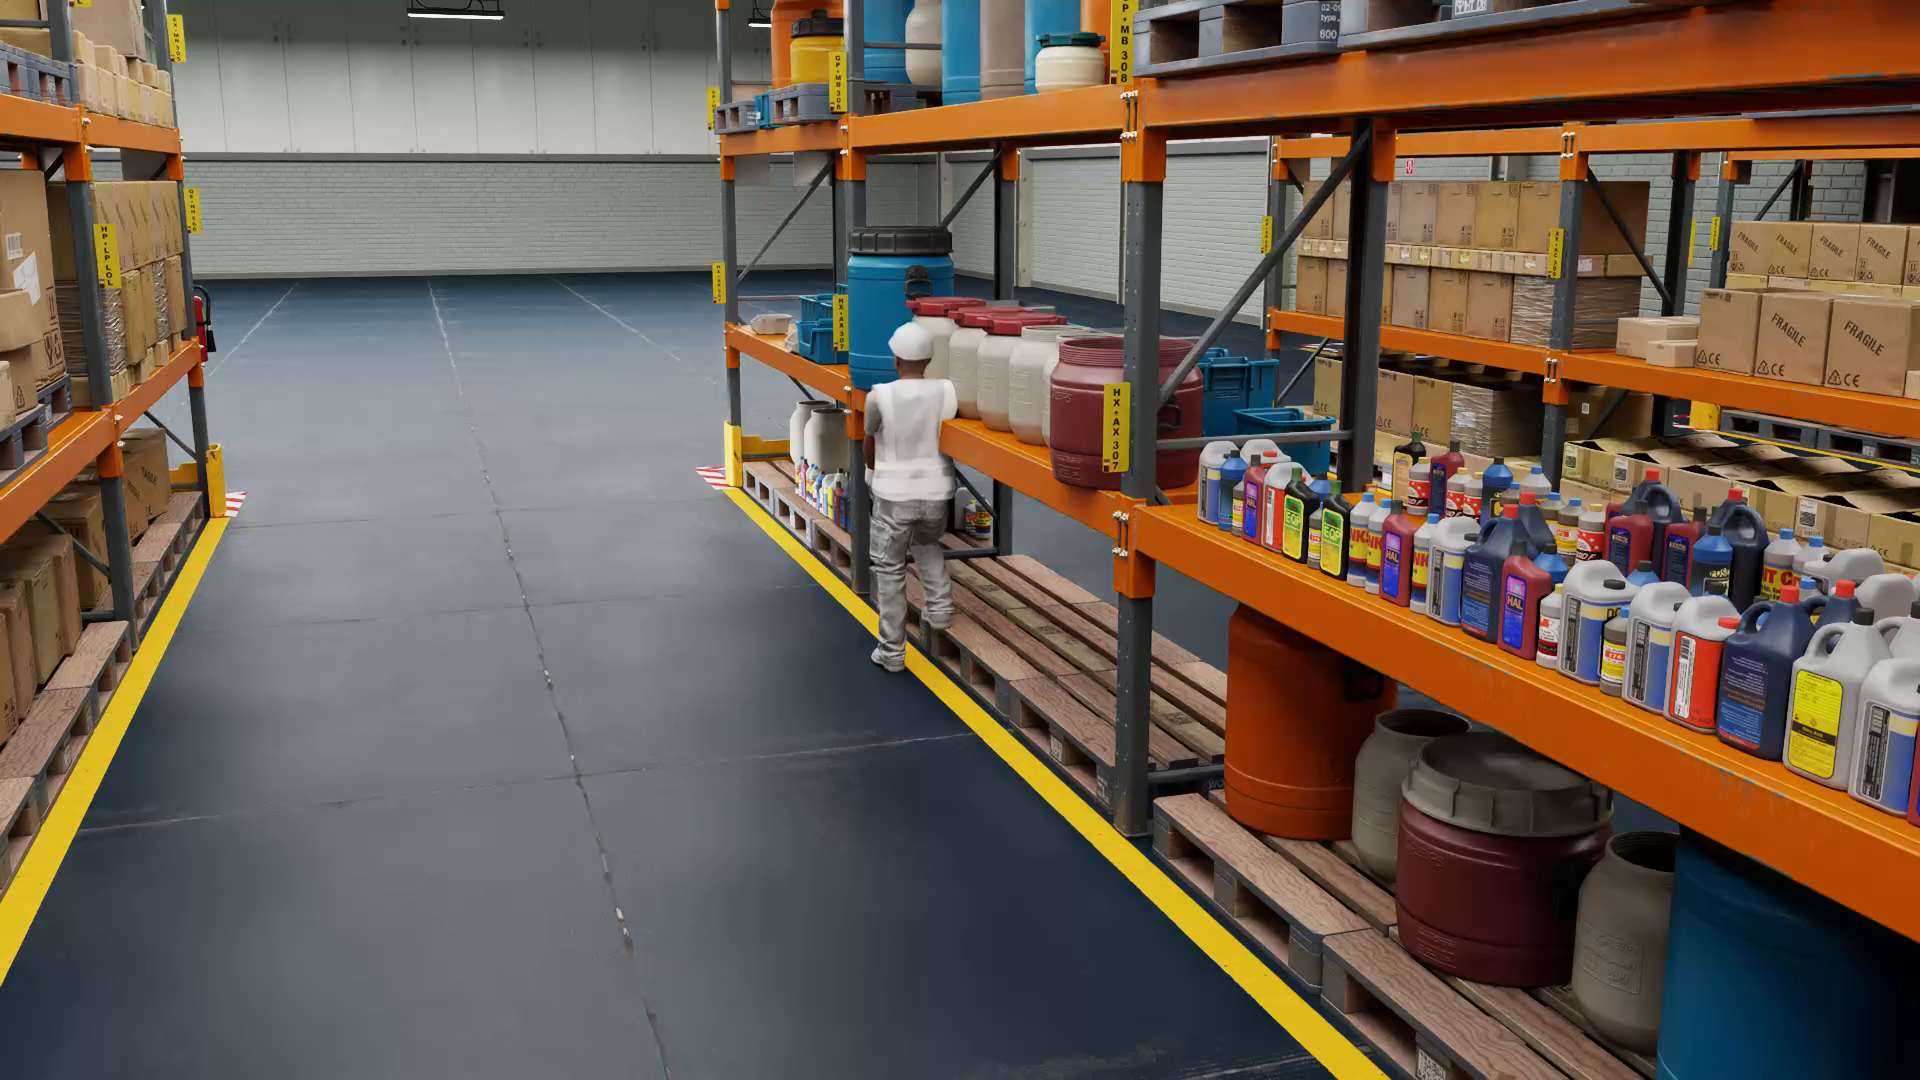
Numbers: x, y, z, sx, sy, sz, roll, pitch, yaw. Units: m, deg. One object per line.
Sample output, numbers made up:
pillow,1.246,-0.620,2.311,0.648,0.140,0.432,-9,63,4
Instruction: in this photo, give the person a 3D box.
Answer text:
person,-0.277,-0.235,8.515,0.487,1.778,0.584,-4,13,-18
